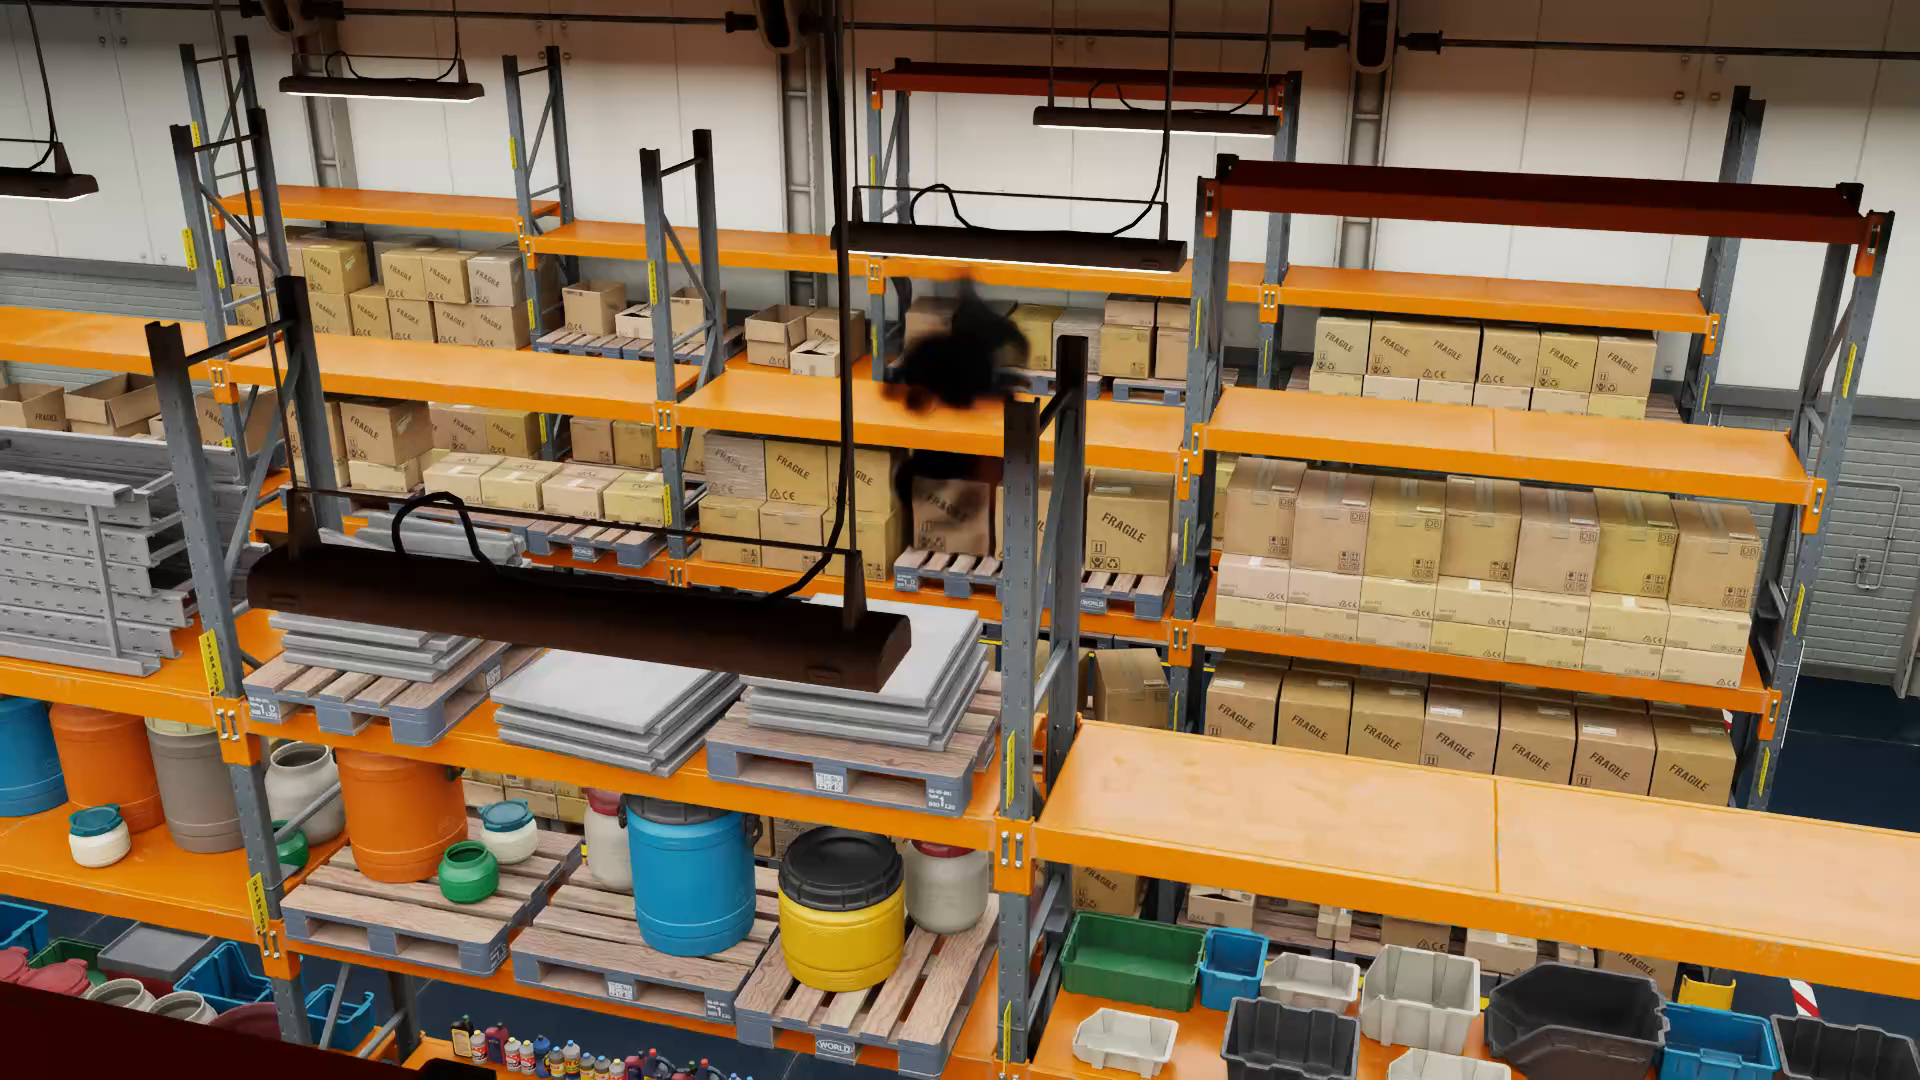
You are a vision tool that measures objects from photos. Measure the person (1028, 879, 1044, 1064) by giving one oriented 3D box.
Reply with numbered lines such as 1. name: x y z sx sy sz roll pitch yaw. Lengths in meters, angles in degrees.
1. person: 0.385 2.968 11.347 0.742 1.733 0.687 1 23 3
